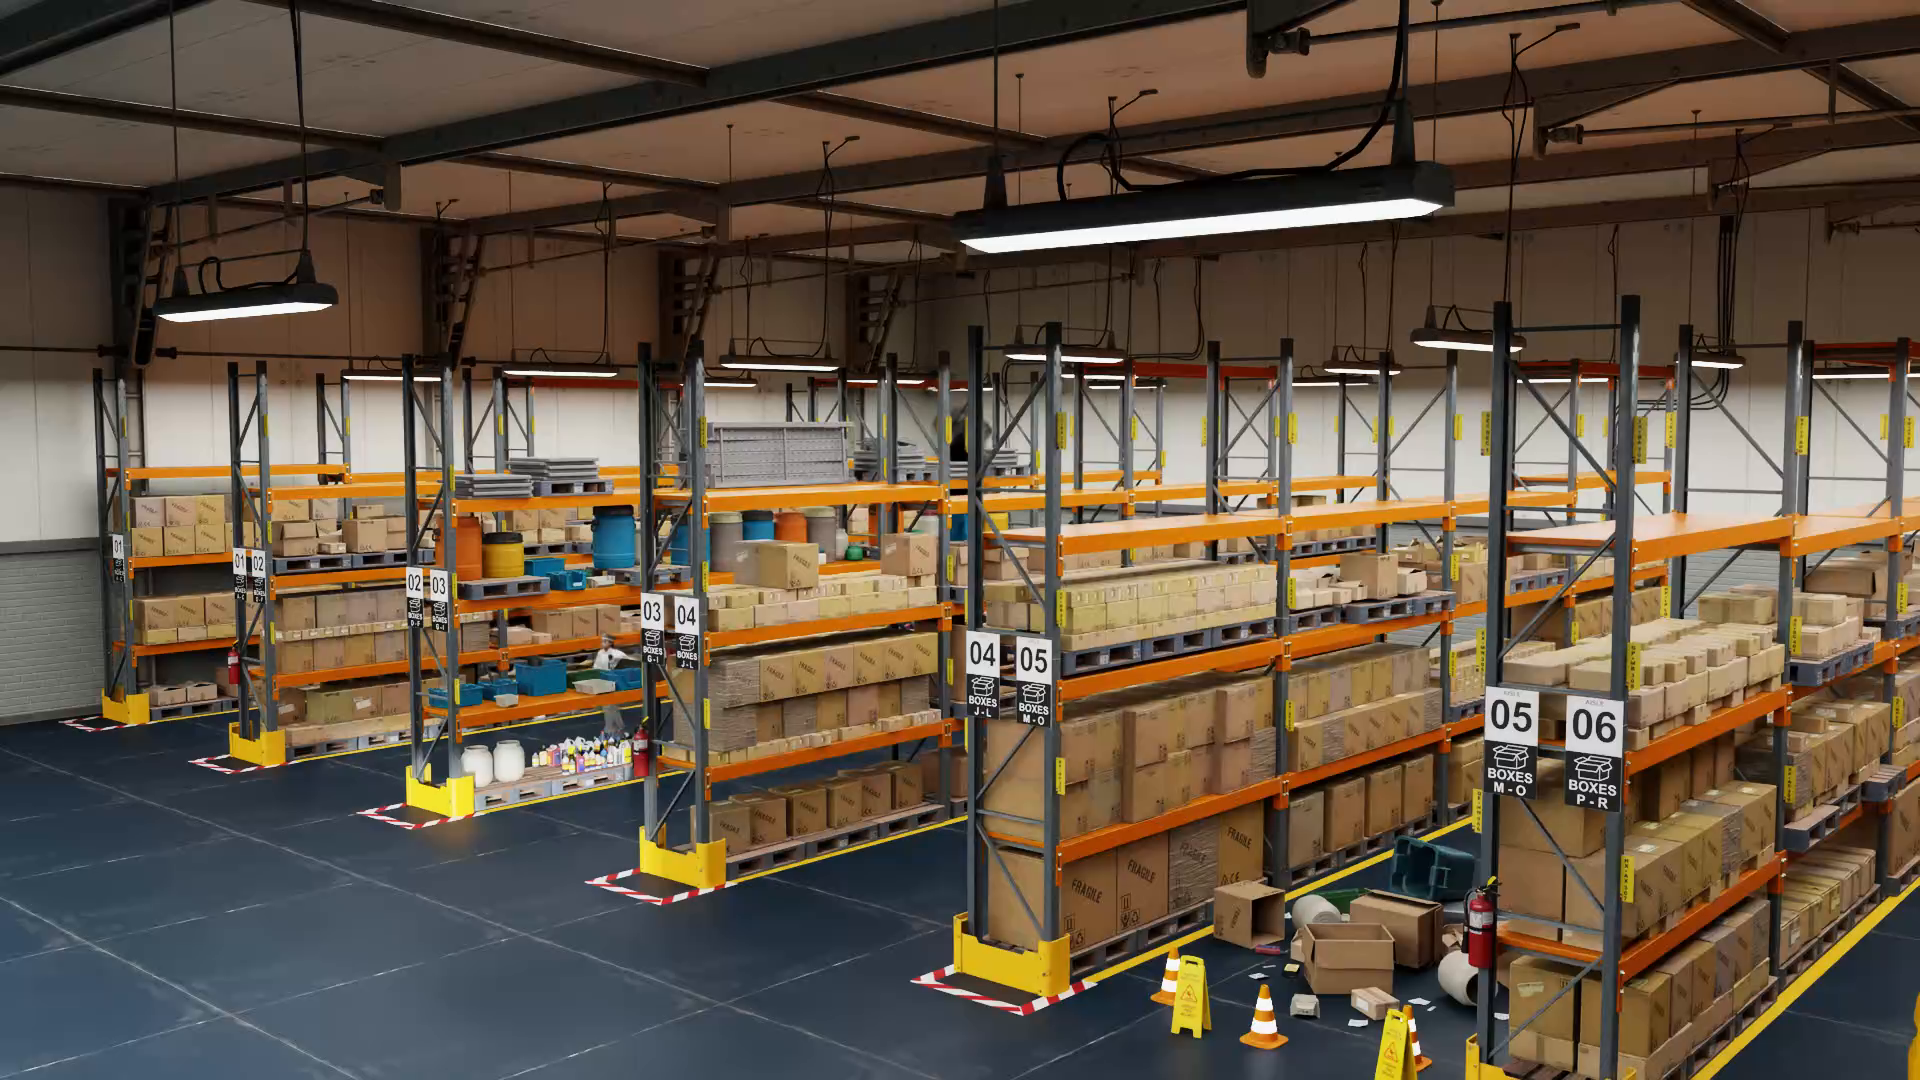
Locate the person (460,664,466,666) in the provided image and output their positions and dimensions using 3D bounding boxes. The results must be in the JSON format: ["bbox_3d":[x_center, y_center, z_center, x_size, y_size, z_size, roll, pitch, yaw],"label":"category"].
[{"bbox_3d":[-9.034,2.189,30.014,0.542,1.561,0.570,3,5,37],"label":"person"}]

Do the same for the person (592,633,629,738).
[{"bbox_3d":[-5.635,2.366,26.816,0.631,1.764,0.739,3,5,32],"label":"person"}]
